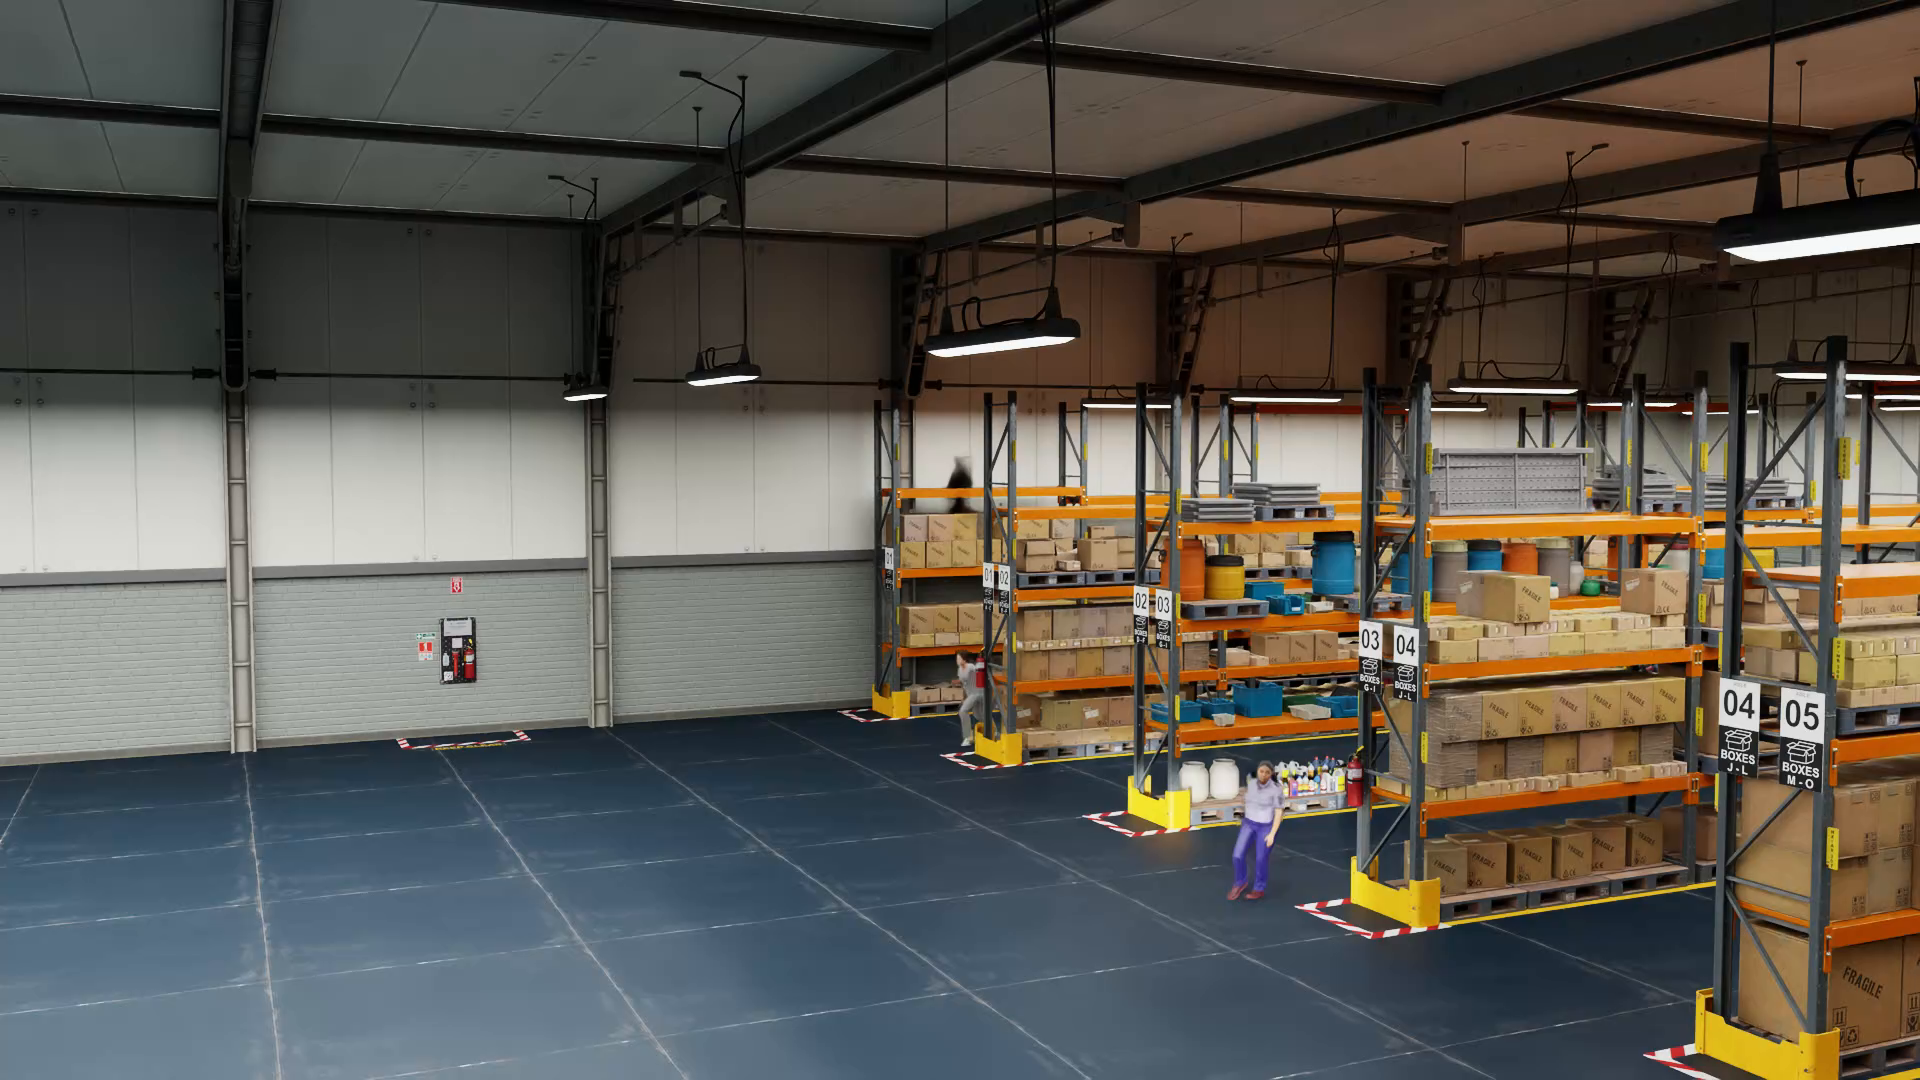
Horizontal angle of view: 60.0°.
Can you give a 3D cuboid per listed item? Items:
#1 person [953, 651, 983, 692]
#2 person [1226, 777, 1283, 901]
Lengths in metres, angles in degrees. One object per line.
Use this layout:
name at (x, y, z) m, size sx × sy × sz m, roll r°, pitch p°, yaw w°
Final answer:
person at (0.113, 2.255, 28.467) m, size 0.511 × 0.685 × 0.609 m, roll -2°, pitch 4°, yaw -31°
person at (3.351, 3.353, 18.732) m, size 0.640 × 1.451 × 0.464 m, roll 2°, pitch 4°, yaw 29°
